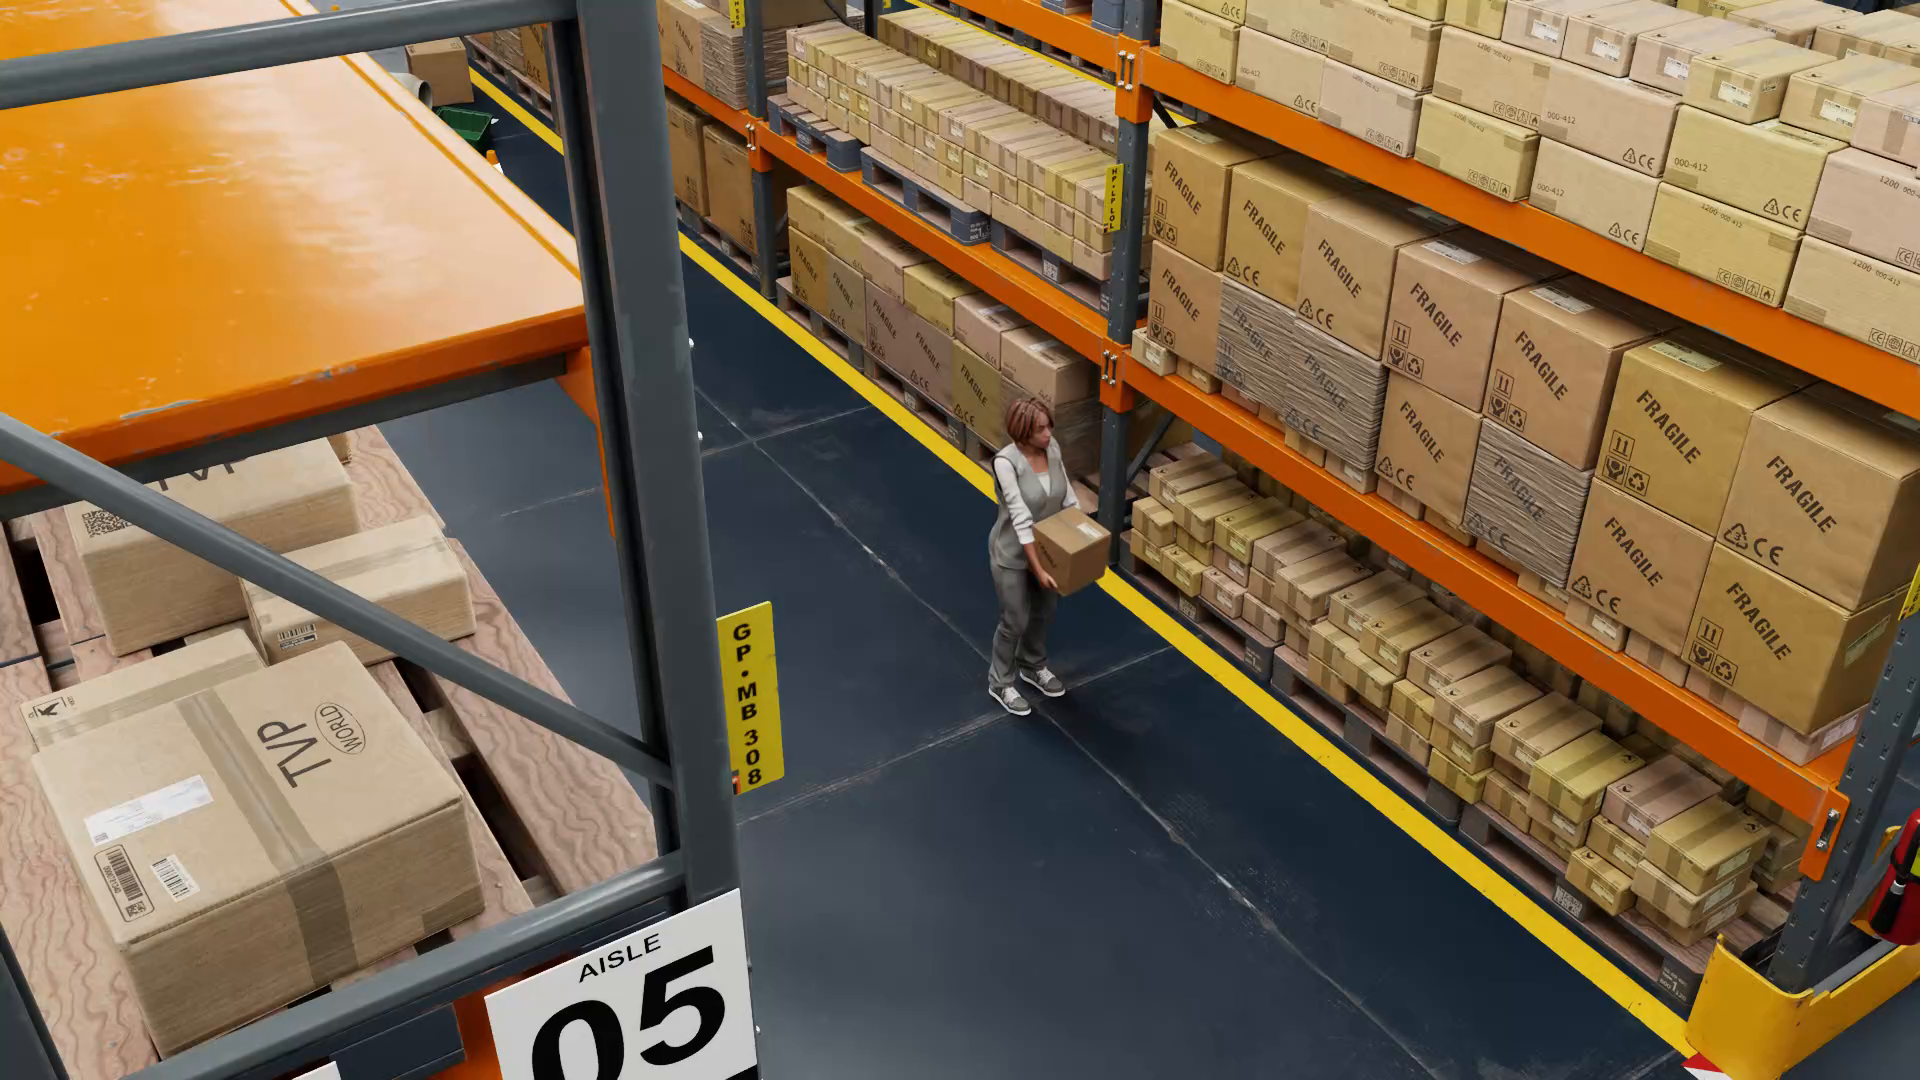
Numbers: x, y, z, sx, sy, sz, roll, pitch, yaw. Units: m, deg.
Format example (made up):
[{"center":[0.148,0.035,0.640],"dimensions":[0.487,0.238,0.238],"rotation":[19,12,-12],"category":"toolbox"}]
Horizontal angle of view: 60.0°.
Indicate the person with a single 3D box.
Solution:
[{"center":[0.367,0.103,7.557],"dimensions":[0.375,1.594,0.500],"rotation":[-26,41,-34],"category":"person"}]
